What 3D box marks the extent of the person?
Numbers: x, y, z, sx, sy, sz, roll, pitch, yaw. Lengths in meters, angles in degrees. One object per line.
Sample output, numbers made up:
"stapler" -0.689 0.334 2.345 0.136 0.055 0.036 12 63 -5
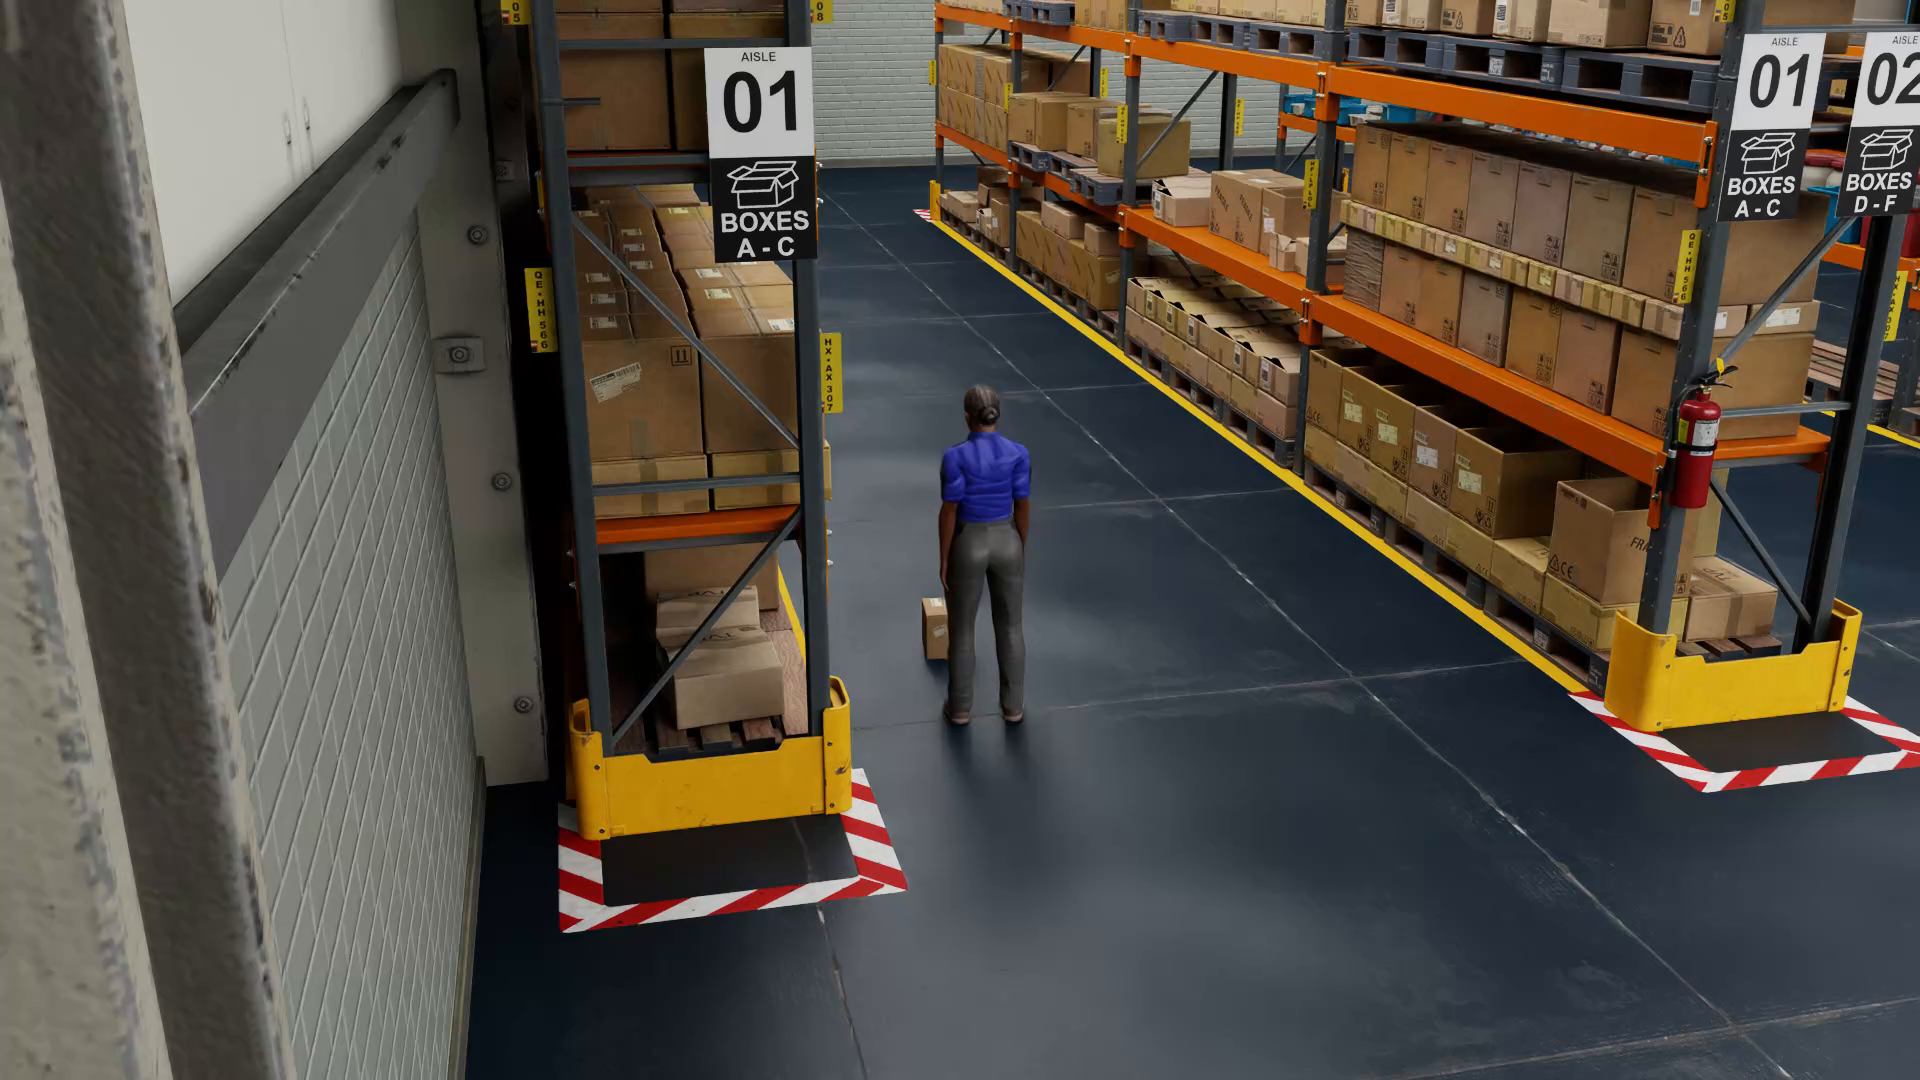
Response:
"person" 0.106 0.070 7.870 0.445 1.660 0.329 -4 20 -12
